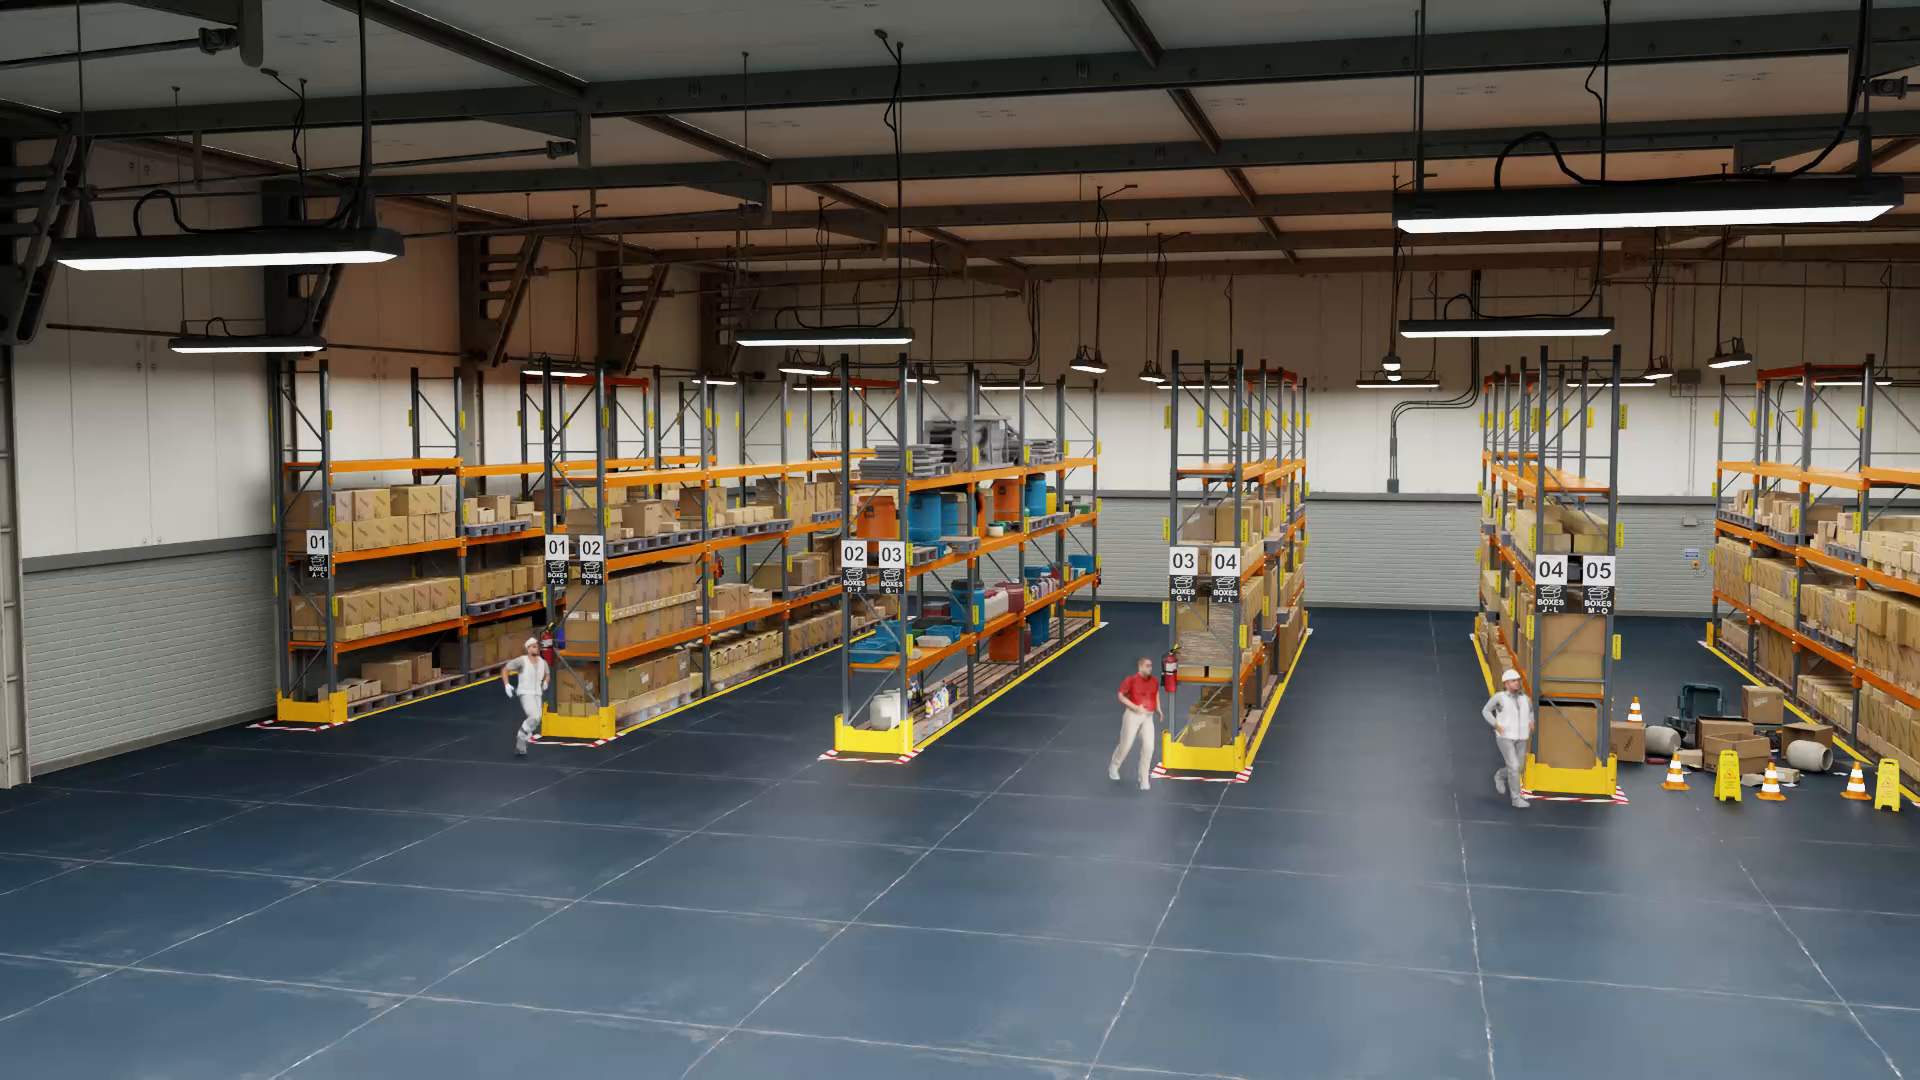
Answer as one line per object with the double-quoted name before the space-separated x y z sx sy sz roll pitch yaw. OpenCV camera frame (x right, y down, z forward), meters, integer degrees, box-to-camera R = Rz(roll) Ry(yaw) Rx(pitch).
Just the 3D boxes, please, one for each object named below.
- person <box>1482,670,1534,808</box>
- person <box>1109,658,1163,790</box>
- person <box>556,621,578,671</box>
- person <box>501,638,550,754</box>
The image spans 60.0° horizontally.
"person" 7.187 2.562 21.649 0.679 1.744 0.874 -1 4 -13
"person" 2.498 2.504 22.899 0.724 1.764 0.814 -2 4 -23
"person" -6.882 2.102 29.133 0.580 1.607 0.701 1 4 10
"person" -6.424 2.340 24.927 0.622 1.726 0.714 3 5 36
